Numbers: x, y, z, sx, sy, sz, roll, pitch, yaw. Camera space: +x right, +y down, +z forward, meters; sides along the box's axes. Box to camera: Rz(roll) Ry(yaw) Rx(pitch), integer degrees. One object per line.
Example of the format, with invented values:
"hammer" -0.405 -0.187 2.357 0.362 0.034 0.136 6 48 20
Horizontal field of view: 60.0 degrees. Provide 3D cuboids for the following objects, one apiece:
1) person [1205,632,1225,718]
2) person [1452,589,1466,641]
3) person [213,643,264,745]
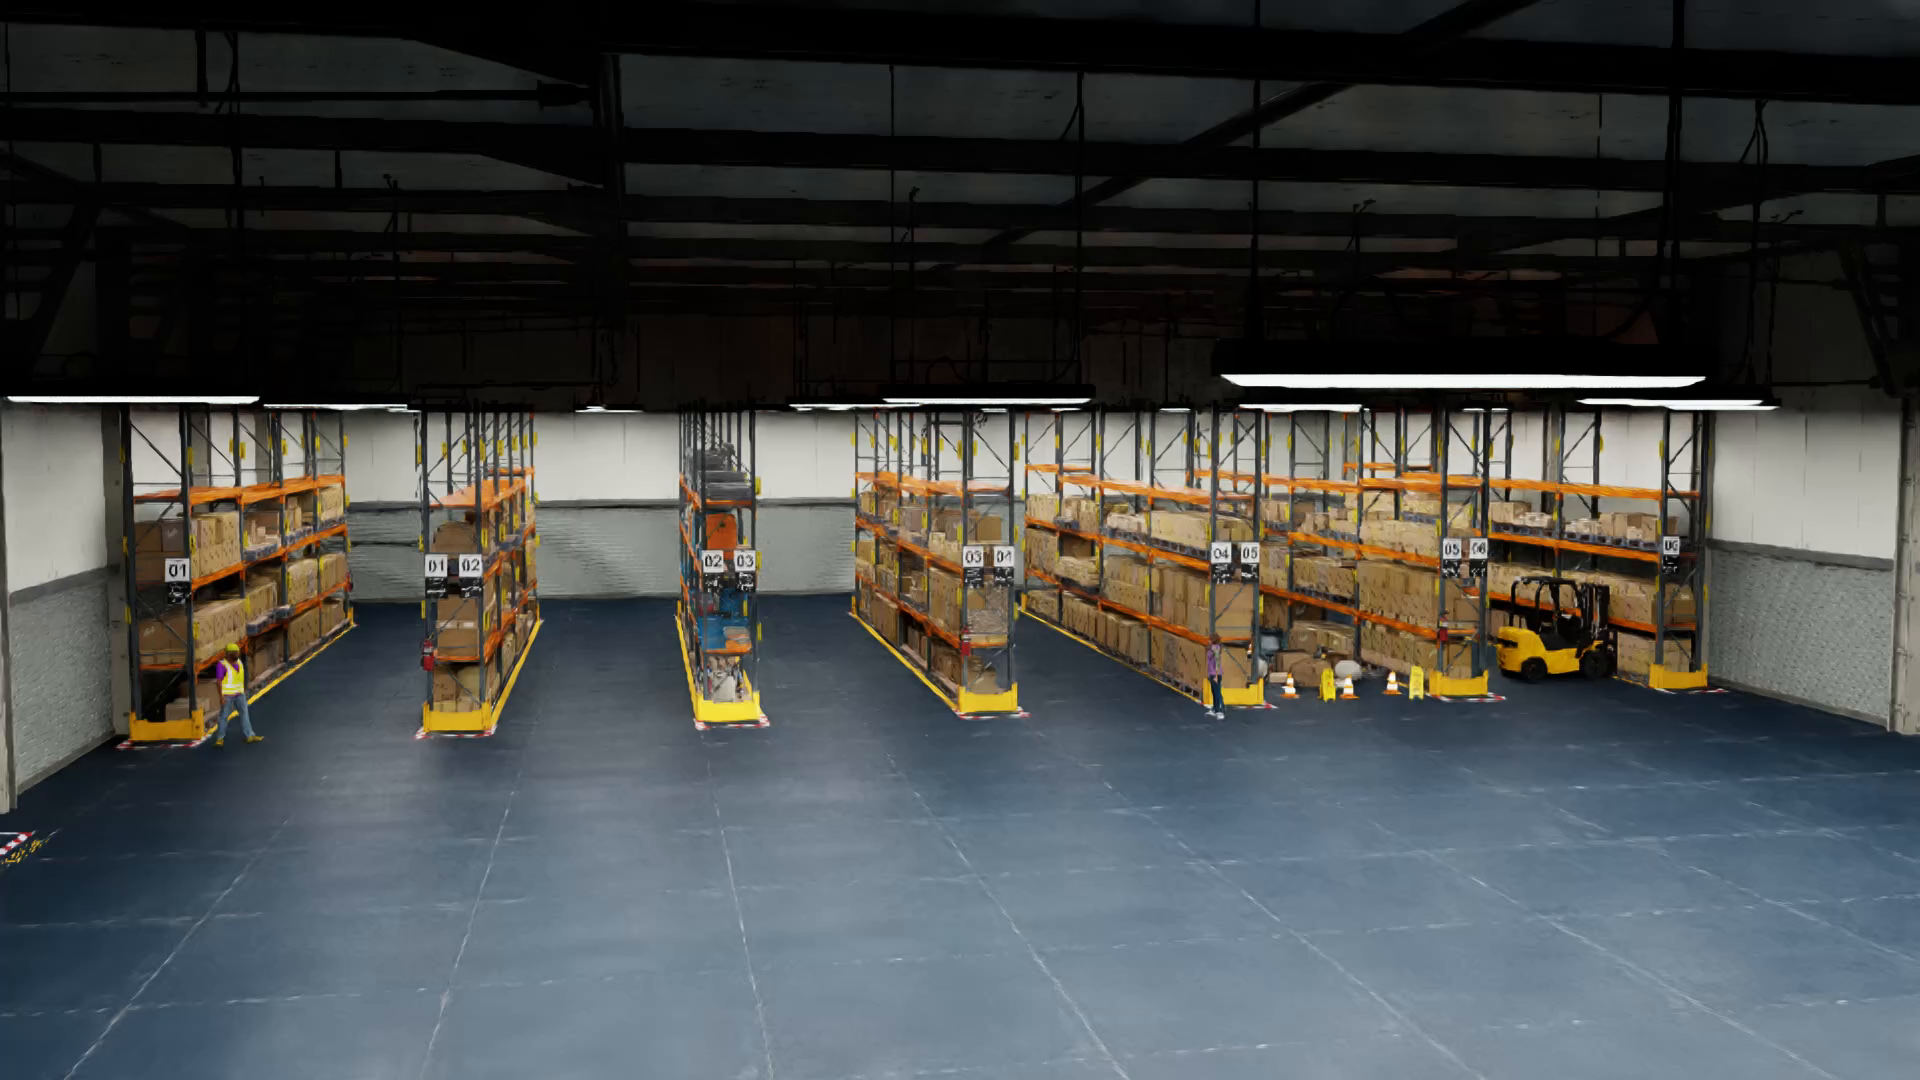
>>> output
"person" 4.835 2.544 31.434 0.353 1.597 0.522 0 4 -2
"person" 11.242 1.974 37.698 0.556 1.781 0.631 2 5 20
"person" -12.569 2.657 28.826 0.567 1.755 0.744 2 5 27
